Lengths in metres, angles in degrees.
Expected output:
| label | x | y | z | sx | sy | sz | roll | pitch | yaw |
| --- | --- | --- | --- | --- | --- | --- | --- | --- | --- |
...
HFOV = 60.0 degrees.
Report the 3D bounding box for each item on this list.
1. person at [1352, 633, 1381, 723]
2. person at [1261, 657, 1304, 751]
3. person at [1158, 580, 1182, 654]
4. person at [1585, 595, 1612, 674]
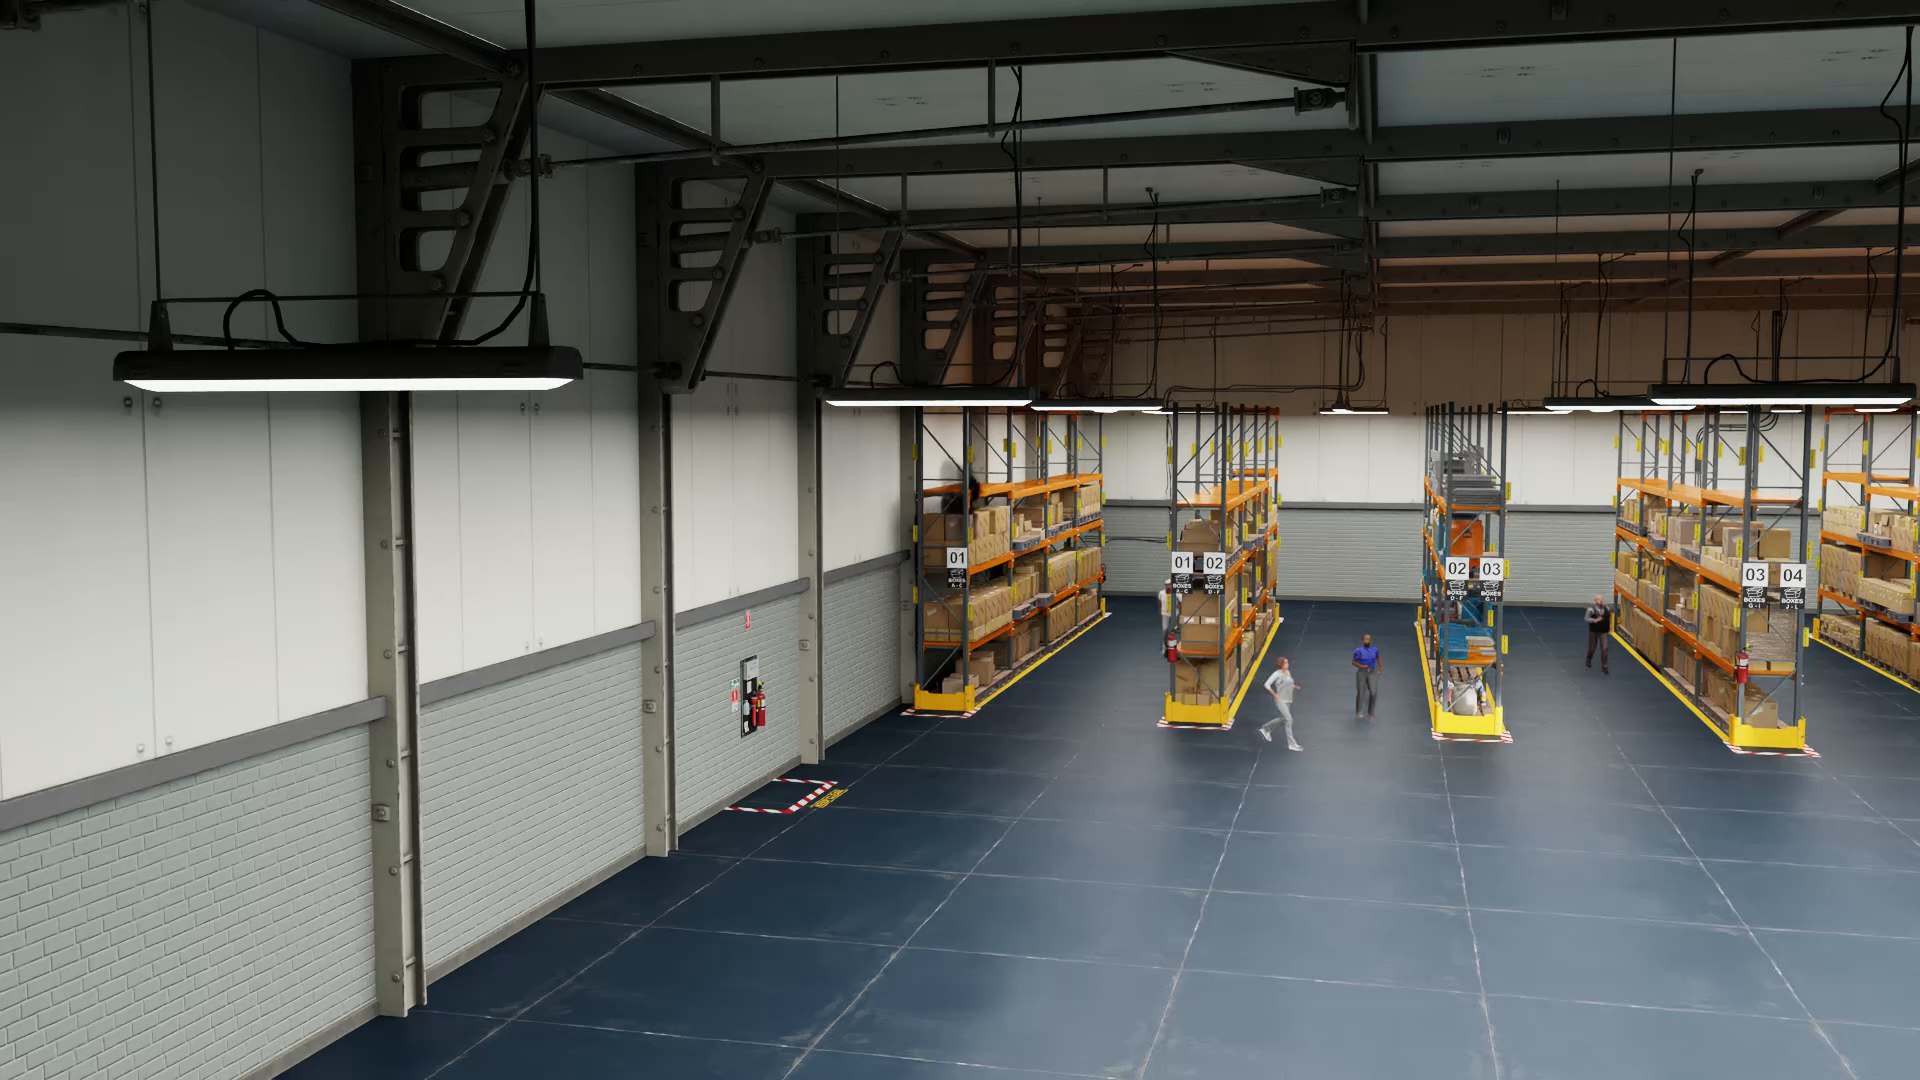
| label | x | y | z | sx | sy | sz | roll | pitch | yaw |
| --- | --- | --- | --- | --- | --- | --- | --- | --- | --- |
| person | 7.663 | 2.611 | 31.288 | 0.597 | 1.723 | 0.723 | 0 | 4 | -2 |
| person | 5.544 | 2.795 | 28.655 | 0.886 | 1.578 | 0.541 | 4 | 6 | 41 |
| person | 5.141 | 1.866 | 40.500 | 0.704 | 1.835 | 0.745 | 1 | 4 | 20 |
| person | 14.331 | 2.090 | 37.300 | 0.655 | 1.716 | 0.954 | 0 | 4 | 5 |
